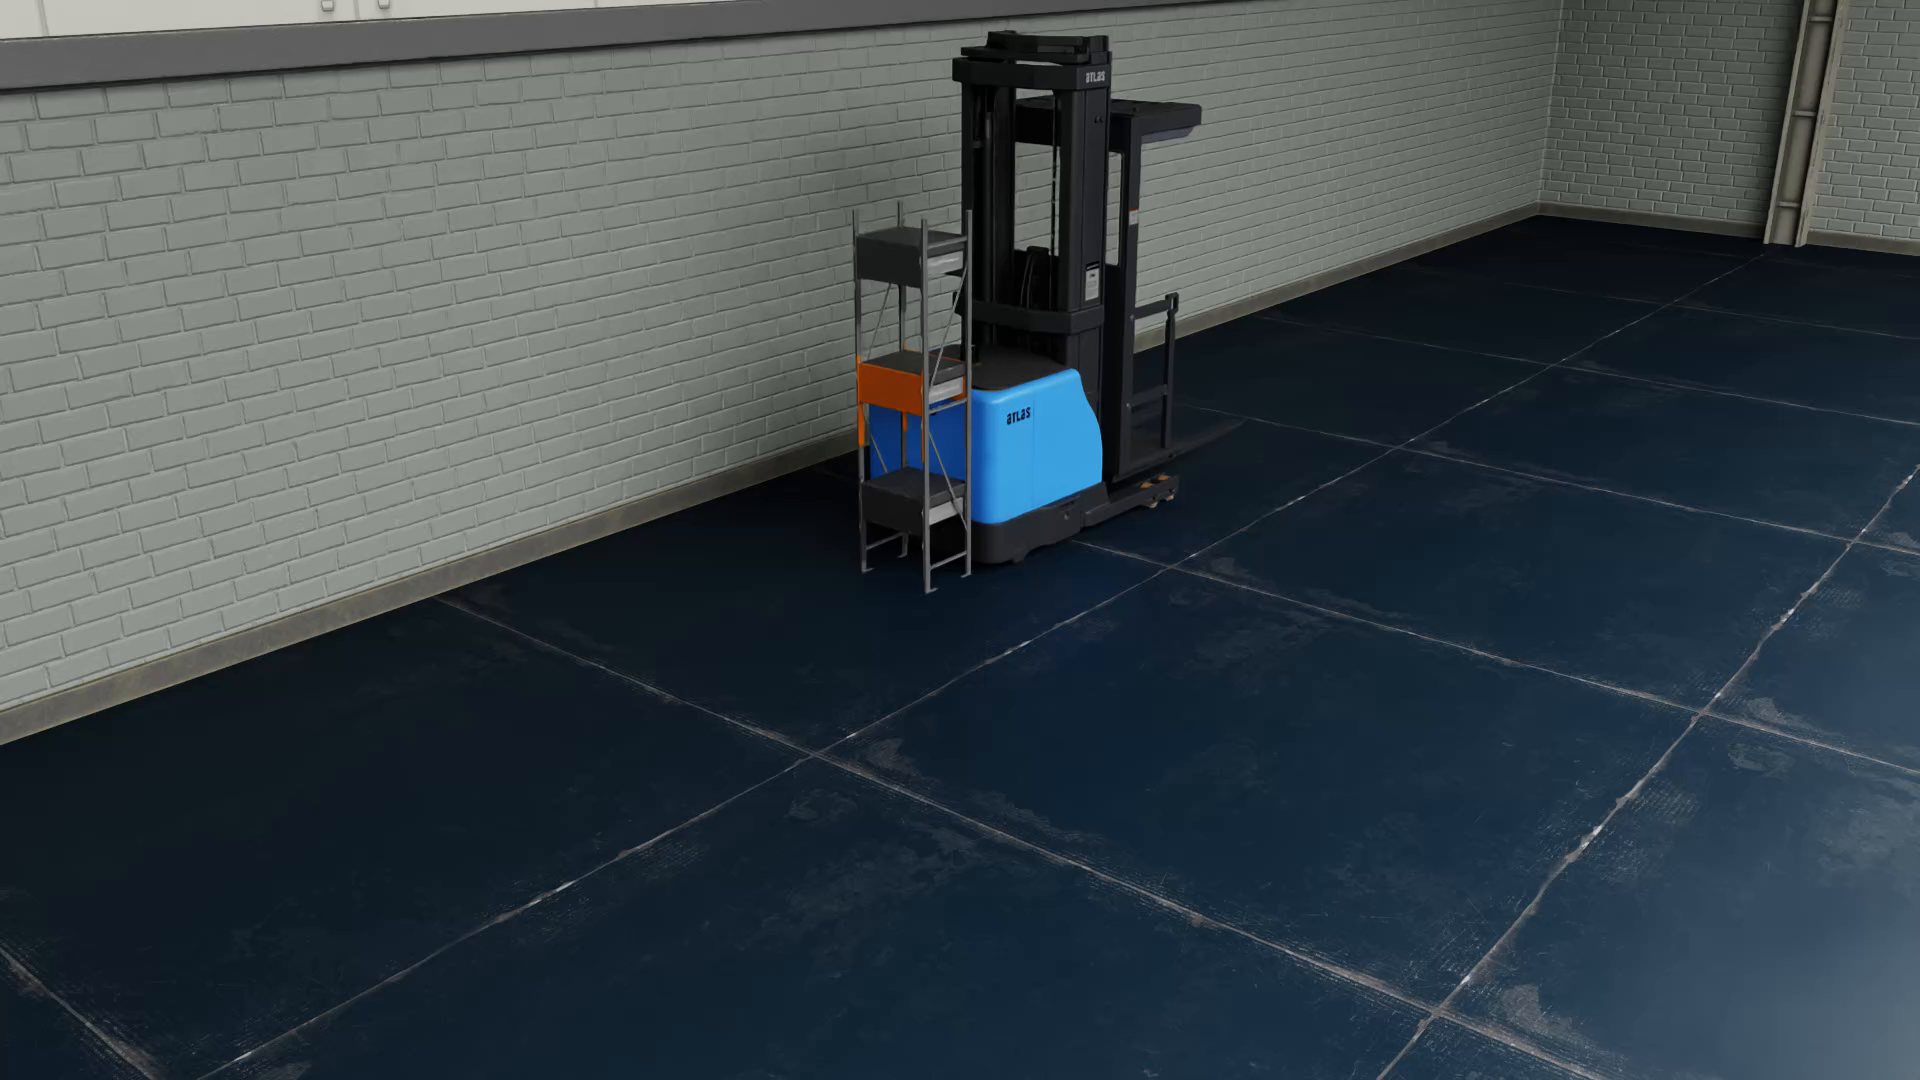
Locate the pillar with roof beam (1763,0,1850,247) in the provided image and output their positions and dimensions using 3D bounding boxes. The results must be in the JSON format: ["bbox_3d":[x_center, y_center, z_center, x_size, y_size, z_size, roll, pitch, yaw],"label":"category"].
[{"bbox_3d":[6.848,-6.478,14.593,0.400,9.000,9.100,16,26,36],"label":"pillar with roof beam"}]

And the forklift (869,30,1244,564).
[{"bbox_3d":[0.778,-1.677,10.462,1.130,2.935,3.031,17,26,37],"label":"forklift"}]

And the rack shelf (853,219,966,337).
[{"bbox_3d":[-0.257,-1.428,9.035,0.480,0.518,0.431,16,26,37],"label":"rack shelf"}]

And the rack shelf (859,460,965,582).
[{"bbox_3d":[-0.257,-0.118,9.529,0.480,0.518,0.431,16,26,37],"label":"rack shelf"}]

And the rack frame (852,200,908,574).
[{"bbox_3d":[-0.445,-0.841,9.423,0.015,2.100,0.400,16,26,37],"label":"rack frame"}]

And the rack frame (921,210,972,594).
[{"bbox_3d":[-0.069,-0.731,9.132,0.015,2.100,0.400,16,26,37],"label":"rack frame"}]

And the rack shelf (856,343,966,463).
[{"bbox_3d":[-0.257,-0.773,9.282,0.480,0.518,0.431,16,26,37],"label":"rack shelf"}]

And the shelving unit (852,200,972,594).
[{"bbox_3d":[-0.257,-0.786,9.277,0.503,2.100,0.431,16,26,37],"label":"shelving unit"}]
